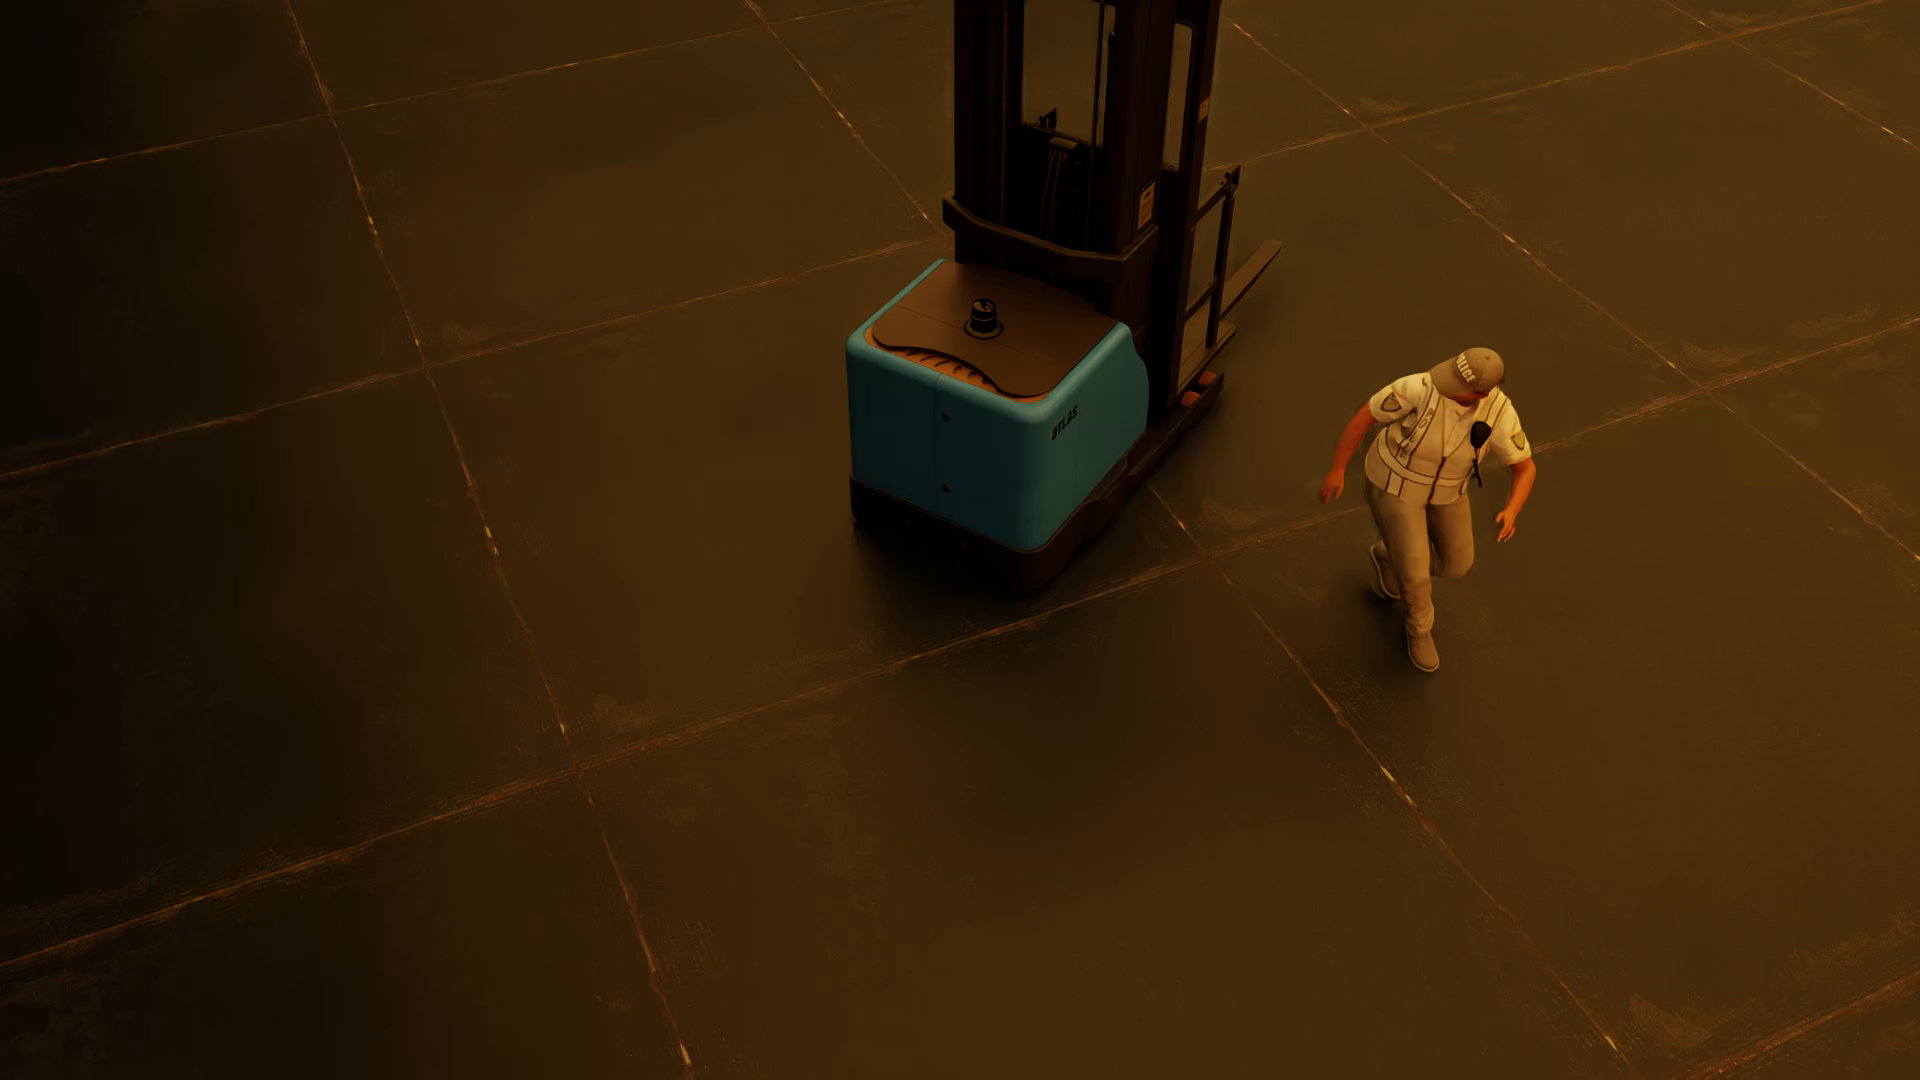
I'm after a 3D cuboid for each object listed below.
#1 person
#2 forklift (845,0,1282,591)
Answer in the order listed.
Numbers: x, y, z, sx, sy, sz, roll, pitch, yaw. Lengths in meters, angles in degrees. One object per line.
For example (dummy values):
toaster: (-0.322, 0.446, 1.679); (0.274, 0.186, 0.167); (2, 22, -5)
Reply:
person: (1.907, -0.153, 6.880); (0.817, 1.537, 0.811); (-5, 43, -6)
forklift: (0.702, -1.822, 7.633); (1.130, 2.935, 3.031); (24, 48, 23)
